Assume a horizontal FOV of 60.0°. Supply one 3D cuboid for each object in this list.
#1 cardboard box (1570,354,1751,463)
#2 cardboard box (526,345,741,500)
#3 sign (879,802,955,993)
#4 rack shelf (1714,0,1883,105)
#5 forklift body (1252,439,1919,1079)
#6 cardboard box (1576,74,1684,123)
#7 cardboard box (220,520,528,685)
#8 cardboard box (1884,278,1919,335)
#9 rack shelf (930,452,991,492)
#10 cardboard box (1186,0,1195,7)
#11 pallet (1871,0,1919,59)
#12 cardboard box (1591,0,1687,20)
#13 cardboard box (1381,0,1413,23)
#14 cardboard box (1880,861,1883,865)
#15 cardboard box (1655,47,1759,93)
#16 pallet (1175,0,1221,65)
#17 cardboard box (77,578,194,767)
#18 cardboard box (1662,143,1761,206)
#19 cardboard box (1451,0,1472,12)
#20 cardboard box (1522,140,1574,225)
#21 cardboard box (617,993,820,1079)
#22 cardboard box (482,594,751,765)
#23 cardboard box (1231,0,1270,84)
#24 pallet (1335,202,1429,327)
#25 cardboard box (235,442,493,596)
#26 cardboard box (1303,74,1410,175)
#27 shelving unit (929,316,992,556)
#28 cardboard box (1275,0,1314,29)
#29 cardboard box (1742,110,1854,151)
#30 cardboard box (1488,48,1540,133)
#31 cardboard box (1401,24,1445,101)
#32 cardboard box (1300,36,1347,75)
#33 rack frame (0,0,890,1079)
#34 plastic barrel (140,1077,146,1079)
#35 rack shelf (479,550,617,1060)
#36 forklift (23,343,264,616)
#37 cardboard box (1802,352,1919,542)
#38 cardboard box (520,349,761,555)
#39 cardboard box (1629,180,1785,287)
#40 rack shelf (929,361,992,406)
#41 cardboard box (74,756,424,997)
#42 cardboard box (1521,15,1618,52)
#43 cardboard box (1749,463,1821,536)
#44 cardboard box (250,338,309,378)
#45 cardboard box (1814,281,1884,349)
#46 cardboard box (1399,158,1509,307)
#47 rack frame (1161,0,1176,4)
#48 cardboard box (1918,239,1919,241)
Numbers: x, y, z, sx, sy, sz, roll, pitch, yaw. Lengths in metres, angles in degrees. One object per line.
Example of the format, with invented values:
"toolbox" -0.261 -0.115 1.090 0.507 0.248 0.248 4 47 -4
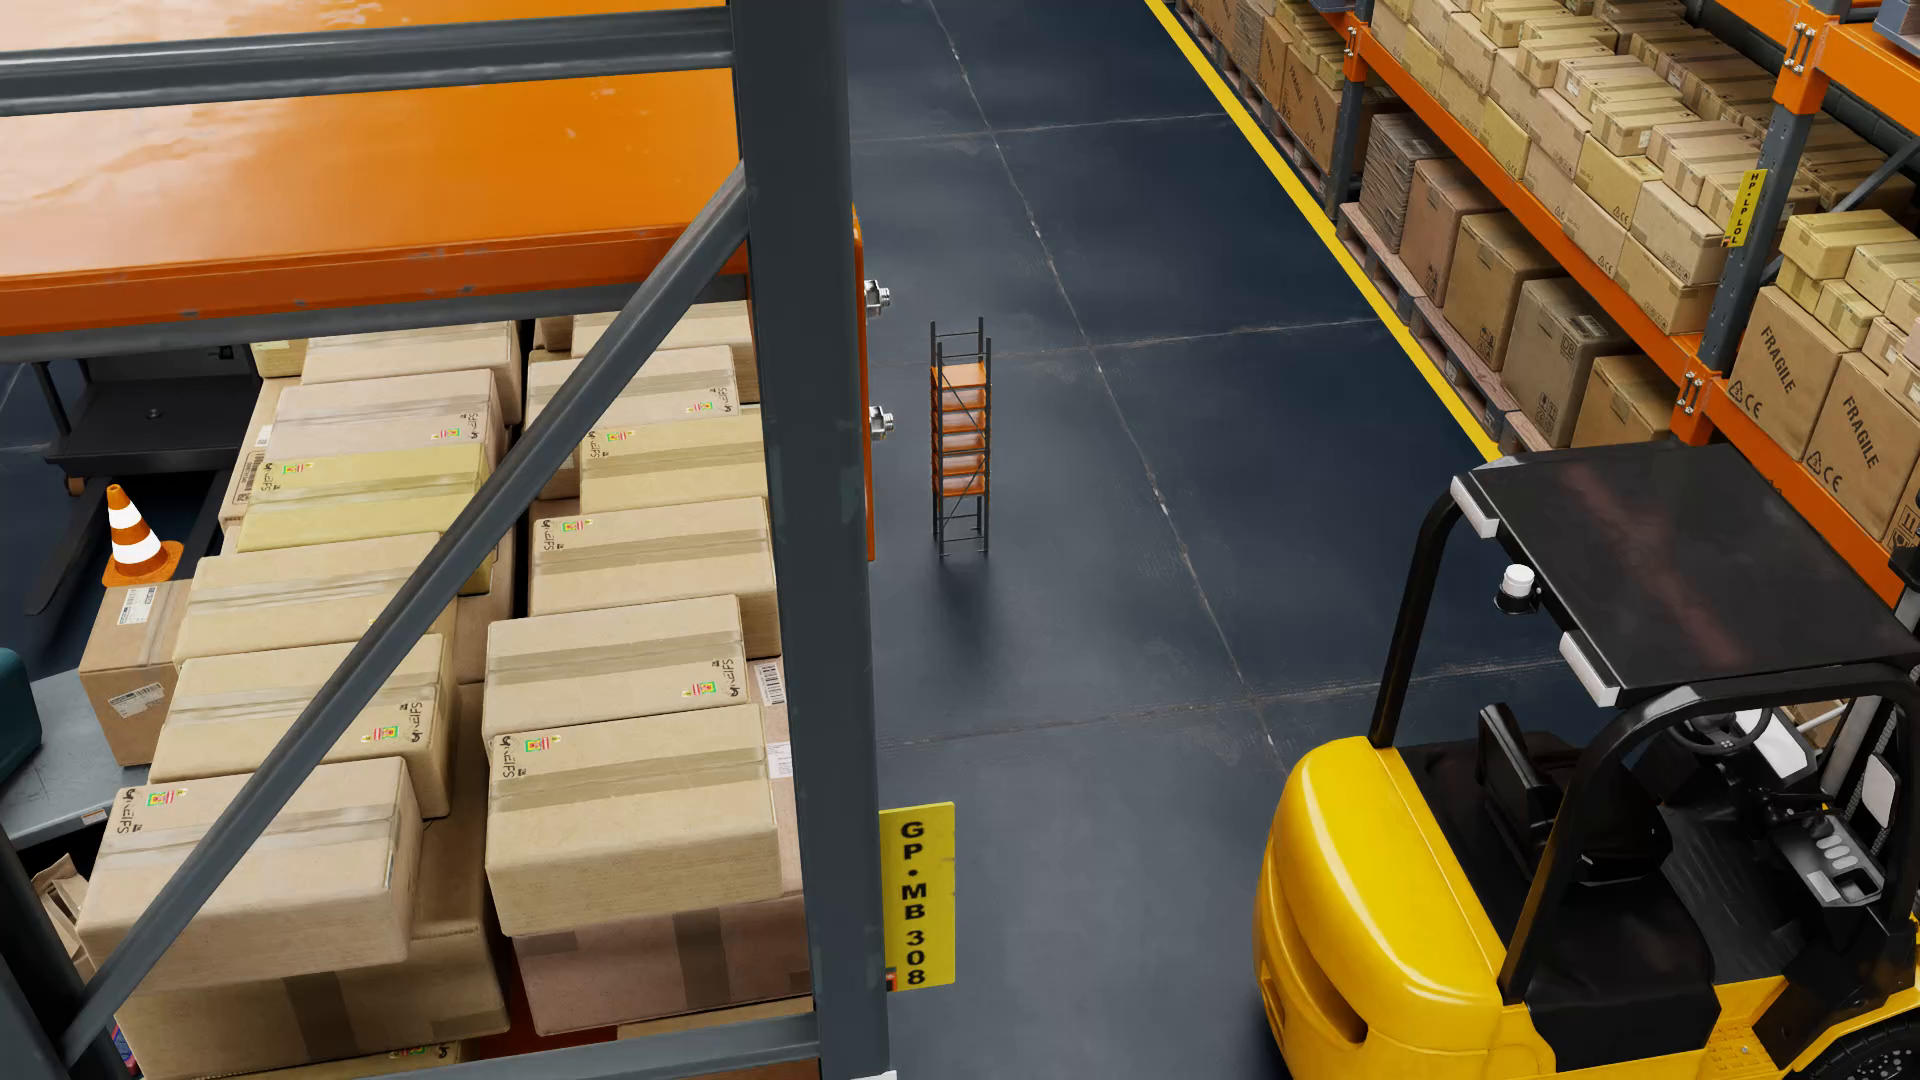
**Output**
"cardboard box" 3.492 -0.473 7.907 0.875 0.625 0.625 -5 38 -6
"cardboard box" -0.603 -0.222 3.101 0.380 0.149 0.250 -6 38 -8
"sign" -0.056 0.433 1.990 0.100 0.325 0.005 -6 38 -8
"rack shelf" 3.244 -3.039 7.758 1.077 0.370 4.000 -6 38 -8
"forklift body" 2.168 0.871 5.275 2.313 2.155 1.214 -6 38 -8
"cardboard box" 3.101 -2.026 7.702 0.380 0.149 0.250 -7 38 -9
"cardboard box" -1.019 0.193 2.891 0.500 0.250 0.500 -7 38 -9
"cardboard box" 3.547 -0.818 5.905 0.380 0.149 0.250 -7 38 -9
"rack shelf" 0.003 -0.335 7.871 0.258 0.103 0.180 -6 38 -8
"cardboard box" 2.056 -4.625 13.353 0.500 0.500 0.500 -5 38 -6
"pallet" 3.770 -1.568 5.350 1.003 0.211 1.213 -6 38 -8
"cardboard box" 3.498 -2.710 8.583 0.380 0.149 0.250 -7 38 -9
"cardboard box" 2.706 -3.188 9.523 0.500 0.250 0.500 -6 38 -8
"cardboard box" 3.633 1.240 6.008 0.500 0.250 0.500 -5 38 -7
"cardboard box" 3.573 -2.237 7.975 0.380 0.149 0.250 -7 38 -8
"pallet" 2.372 -4.174 13.351 1.003 0.211 1.213 -6 38 -8
"cardboard box" -3.038 0.503 6.478 0.500 0.500 0.500 -6 38 -8
"cardboard box" 3.253 -1.563 7.106 0.380 0.149 0.250 -7 38 -9
"cardboard box" 2.836 -2.948 8.889 0.380 0.149 0.250 -6 38 -7
"cardboard box" 3.098 -1.754 8.085 0.500 0.250 0.500 -6 38 -8
"cardboard box" -0.329 0.701 2.562 0.380 0.149 0.250 -6 38 -8
"cardboard box" -0.511 0.234 2.513 0.380 0.149 0.250 -6 38 -8
"cardboard box" 2.327 -3.689 12.148 0.500 0.500 0.500 -8 38 -10
"pallet" 2.999 -1.744 10.223 1.003 0.211 1.213 -6 38 -8
"cardboard box" -1.004 -0.022 2.843 0.380 0.149 0.250 -6 38 -8
"cardboard box" 2.608 -2.758 10.950 0.500 0.500 0.500 -5 38 -7
"shelving unit" 0.003 -0.465 7.771 0.258 1.200 0.189 -6 38 -8
"cardboard box" 2.431 -3.693 11.625 0.380 0.149 0.250 -7 38 -9
"cardboard box" 3.706 -1.780 7.386 0.380 0.149 0.250 -6 38 -8
"cardboard box" 3.006 -2.264 8.334 0.500 0.250 0.500 -6 38 -7
"cardboard box" 2.814 -2.689 9.288 0.500 0.250 0.500 -7 38 -9
"cardboard box" 2.479 -3.214 11.009 0.380 0.149 0.250 -8 39 -10
"rack frame" -0.590 -0.348 1.262 1.000 3.000 0.127 -6 38 -8
"plastic barrel" -2.443 1.954 5.289 0.512 0.421 0.421 19 42 23
"rack shelf" -0.941 -0.087 3.958 1.077 0.370 4.000 -6 38 -8
"forklift" -3.966 -1.595 7.814 1.130 2.935 3.031 -4 38 -5
"cardboard box" 3.523 -0.361 6.088 0.500 0.500 0.500 -6 38 -7
"cardboard box" -0.610 -0.168 3.356 0.500 0.250 0.500 -5 38 -7
"cardboard box" 3.257 -1.338 7.142 0.500 0.250 0.500 -7 38 -9
"rack shelf" 0.003 -0.714 7.577 0.258 0.103 0.180 -6 38 -8
"cardboard box" -0.940 0.449 2.237 0.380 0.149 0.250 -6 38 -8
"cardboard box" 3.037 -2.493 8.304 0.380 0.149 0.250 -6 38 -8
"cardboard box" 3.371 -0.080 6.891 0.500 0.250 0.500 -7 38 -9
"cardboard box" -1.242 -0.474 3.425 0.380 0.149 0.250 -5 38 -7
"cardboard box" 3.439 -0.849 6.188 0.380 0.149 0.250 -5 38 -7
"cardboard box" 3.112 -1.803 9.619 0.875 0.625 0.625 -5 38 -6
"rack frame" 2.192 -5.763 13.122 1.000 3.000 0.127 -6 38 -8
"cardboard box" 3.904 -1.060 6.459 0.380 0.149 0.250 -6 38 -8
